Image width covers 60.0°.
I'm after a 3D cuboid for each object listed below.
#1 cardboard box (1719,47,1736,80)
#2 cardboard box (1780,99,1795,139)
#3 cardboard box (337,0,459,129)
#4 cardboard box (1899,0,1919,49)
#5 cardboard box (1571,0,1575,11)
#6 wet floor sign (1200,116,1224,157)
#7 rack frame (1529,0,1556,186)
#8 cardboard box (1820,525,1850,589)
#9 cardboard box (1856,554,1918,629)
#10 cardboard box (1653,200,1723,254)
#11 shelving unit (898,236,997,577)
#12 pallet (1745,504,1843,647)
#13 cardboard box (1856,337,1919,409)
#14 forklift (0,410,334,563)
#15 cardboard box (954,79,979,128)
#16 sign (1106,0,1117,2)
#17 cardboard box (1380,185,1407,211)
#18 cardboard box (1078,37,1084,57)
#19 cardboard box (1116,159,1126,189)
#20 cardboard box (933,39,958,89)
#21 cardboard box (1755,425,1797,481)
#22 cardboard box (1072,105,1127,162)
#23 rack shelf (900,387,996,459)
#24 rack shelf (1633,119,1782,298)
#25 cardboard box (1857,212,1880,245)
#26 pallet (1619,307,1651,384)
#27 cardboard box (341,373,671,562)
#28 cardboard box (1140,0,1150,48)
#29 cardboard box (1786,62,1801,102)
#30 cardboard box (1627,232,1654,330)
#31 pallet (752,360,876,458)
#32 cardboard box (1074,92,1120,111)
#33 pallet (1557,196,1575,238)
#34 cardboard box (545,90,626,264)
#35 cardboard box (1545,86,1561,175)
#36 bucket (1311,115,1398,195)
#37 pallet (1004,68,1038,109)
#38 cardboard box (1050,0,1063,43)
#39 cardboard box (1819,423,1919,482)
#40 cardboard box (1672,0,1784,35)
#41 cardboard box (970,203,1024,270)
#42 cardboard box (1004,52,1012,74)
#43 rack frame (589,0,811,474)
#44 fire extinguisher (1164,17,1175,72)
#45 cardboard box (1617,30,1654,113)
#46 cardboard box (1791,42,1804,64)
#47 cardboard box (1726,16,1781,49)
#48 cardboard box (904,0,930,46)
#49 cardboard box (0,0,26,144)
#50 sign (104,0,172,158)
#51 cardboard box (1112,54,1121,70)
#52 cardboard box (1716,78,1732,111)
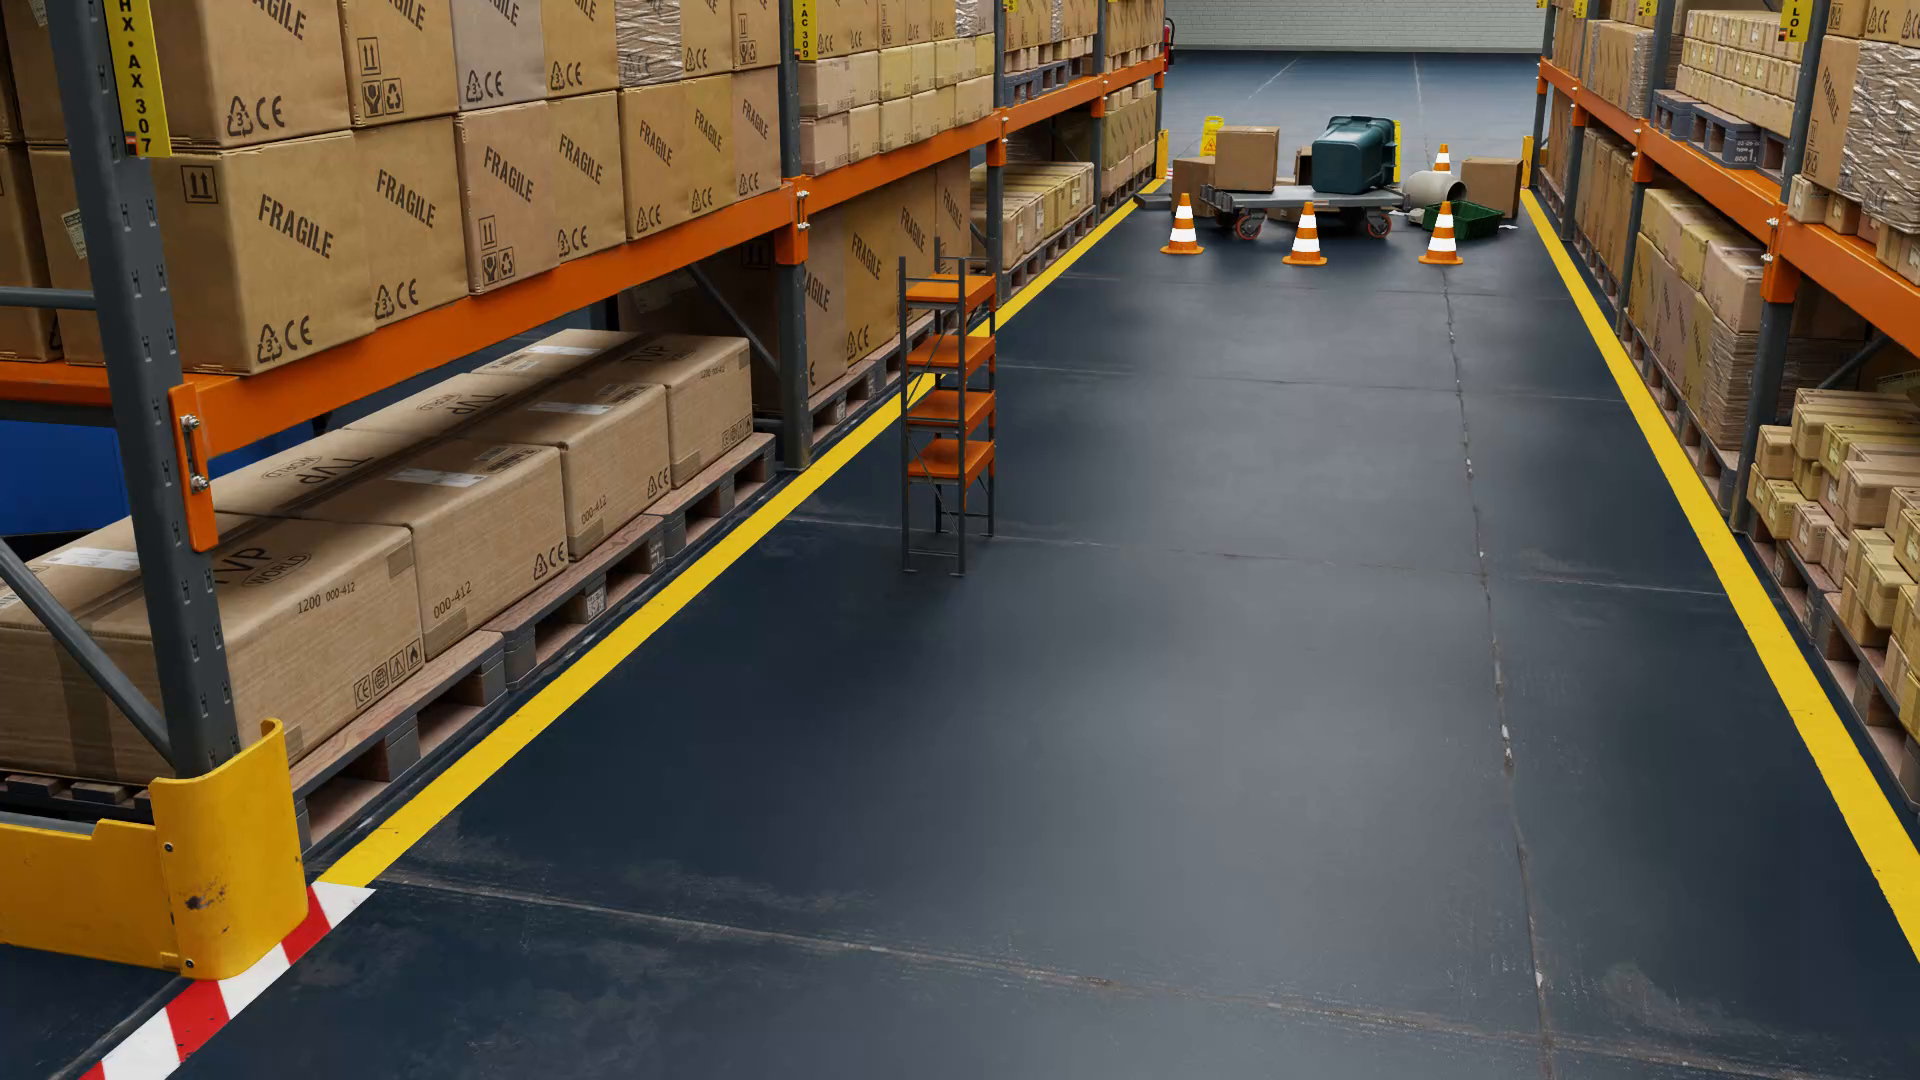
[{"bbox_3d":[3.987,-2.353,8.215,0.380,0.149,0.250,4,19,13],"label":"cardboard box"},{"bbox_3d":[3.604,-1.720,6.820,0.380,0.149,0.250,5,19,14],"label":"cardboard box"},{"bbox_3d":[-1.653,-1.335,4.253,0.500,0.500,0.500,4,19,12],"label":"cardboard box"},{"bbox_3d":[3.024,-1.638,4.681,0.500,0.500,0.500,5,19,14],"label":"cardboard box"},{"bbox_3d":[5.736,-4.802,14.203,0.875,0.550,0.550,5,19,13],"label":"cardboard box"},{"bbox_3d":[2.827,-4.399,18.570,0.267,0.644,0.232,12,22,32],"label":"wet floor sign"},{"bbox_3d":[6.568,-5.179,17.210,1.000,3.000,0.127,5,19,13],"label":"rack frame"},{"bbox_3d":[3.147,0.070,5.603,0.380,0.149,0.250,4,19,12],"label":"cardboard box"},{"bbox_3d":[2.871,0.164,4.869,0.380,0.149,0.250,5,19,14],"label":"cardboard box"},{"bbox_3d":[4.086,-1.687,9.042,0.500,0.250,0.500,4,19,13],"label":"cardboard box"},{"bbox_3d":[-0.040,-0.516,6.342,0.258,1.200,0.503,5,19,13],"label":"shelving unit"},{"bbox_3d":[3.506,0.115,6.025,1.003,0.211,1.213,5,19,13],"label":"pallet"},{"bbox_3d":[4.074,-0.645,7.152,0.500,0.500,0.500,5,20,16],"label":"cardboard box"},{"bbox_3d":[-3.300,-1.611,6.868,1.130,2.935,3.031,-5,19,-13],"label":"forklift"},{"bbox_3d":[-0.193,-2.620,9.949,0.500,0.250,0.500,5,19,14],"label":"cardboard box"},{"bbox_3d":[1.305,-4.790,14.279,0.100,0.325,0.005,5,19,13],"label":"sign"},{"bbox_3d":[4.225,-3.316,15.985,0.396,0.266,0.258,8,21,23],"label":"cardboard box"},{"bbox_3d":[0.798,-4.017,13.546,0.380,0.149,0.250,4,19,12],"label":"cardboard box"},{"bbox_3d":[1.291,-3.514,15.940,0.500,0.250,0.500,6,20,16],"label":"cardboard box"},{"bbox_3d":[-0.310,-2.702,9.415,0.500,0.250,0.500,4,19,12],"label":"cardboard box"},{"bbox_3d":[3.237,-0.320,6.285,0.380,0.149,0.250,6,20,16],"label":"cardboard box"},{"bbox_3d":[1.291,-3.870,15.820,0.500,0.500,0.500,5,20,16],"label":"cardboard box"},{"bbox_3d":[-0.040,-0.452,6.363,0.258,0.148,0.480,5,19,13],"label":"rack shelf"},{"bbox_3d":[4.125,-1.705,8.150,1.077,0.370,4.000,5,19,13],"label":"rack shelf"},{"bbox_3d":[3.244,-1.062,5.544,0.380,0.149,0.250,4,19,11],"label":"cardboard box"},{"bbox_3d":[4.421,-1.107,9.603,1.003,0.211,1.213,5,19,13],"label":"pallet"},{"bbox_3d":[-1.664,-0.295,6.224,0.875,0.438,0.875,4,19,12],"label":"cardboard box"},{"bbox_3d":[1.625,-5.222,16.719,0.500,0.500,0.500,5,19,13],"label":"cardboard box"},{"bbox_3d":[3.605,-1.862,6.776,0.380,0.149,0.250,5,19,14],"label":"cardboard box"},{"bbox_3d":[4.193,-1.486,9.615,0.500,0.500,0.500,4,19,11],"label":"cardboard box"},{"bbox_3d":[-1.073,-0.706,8.427,1.003,0.211,1.213,5,19,13],"label":"pallet"},{"bbox_3d":[1.261,-4.042,15.322,0.380,0.149,0.250,5,19,14],"label":"cardboard box"},{"bbox_3d":[5.852,-2.838,14.670,1.003,0.211,1.213,5,19,13],"label":"pallet"},{"bbox_3d":[-1.426,-1.176,5.335,0.500,0.500,0.500,5,20,15],"label":"cardboard box"},{"bbox_3d":[6.466,-4.155,16.848,0.875,0.875,0.875,5,19,14],"label":"cardboard box"},{"bbox_3d":[3.388,-3.321,14.481,0.726,0.611,0.620,12,32,32],"label":"bucket"},{"bbox_3d":[-0.141,-3.172,11.631,1.213,0.211,1.003,5,19,13],"label":"pallet"},{"bbox_3d":[0.496,-4.028,12.574,0.500,0.500,0.500,4,19,11],"label":"cardboard box"},{"bbox_3d":[3.212,-0.293,5.745,0.380,0.149,0.250,4,19,13],"label":"cardboard box"},{"bbox_3d":[4.733,-3.332,10.101,0.700,0.500,0.500,5,19,13],"label":"cardboard box"},{"bbox_3d":[-0.064,-2.163,11.794,0.950,0.372,0.625,3,19,10],"label":"cardboard box"},{"bbox_3d":[0.150,-3.284,11.401,0.380,0.149,0.250,3,19,10],"label":"cardboard box"},{"bbox_3d":[-1.189,-1.777,7.251,1.000,3.000,0.127,5,19,13],"label":"rack frame"},{"bbox_3d":[2.218,-5.501,18.273,0.296,0.674,0.183,5,19,13],"label":"fire extinguisher"},{"bbox_3d":[4.586,-3.038,10.786,0.500,0.500,0.500,5,19,13],"label":"cardboard box"},{"bbox_3d":[3.610,-2.005,6.736,0.380,0.149,0.250,4,19,12],"label":"cardboard box"},{"bbox_3d":[3.993,-2.492,8.160,0.380,0.149,0.250,5,20,15],"label":"cardboard box"},{"bbox_3d":[-0.460,-2.894,8.819,0.500,0.500,0.500,4,19,12],"label":"cardboard box"},{"bbox_3d":[-2.279,-1.214,3.900,0.500,0.500,0.500,5,20,15],"label":"cardboard box"},{"bbox_3d":[-1.629,-0.925,3.293,0.100,0.325,0.005,5,19,13],"label":"sign"},{"bbox_3d":[1.295,-4.483,15.561,0.380,0.149,0.250,5,20,15],"label":"cardboard box"},{"bbox_3d":[3.986,-2.212,8.261,0.380,0.149,0.250,5,19,14],"label":"cardboard box"}]
